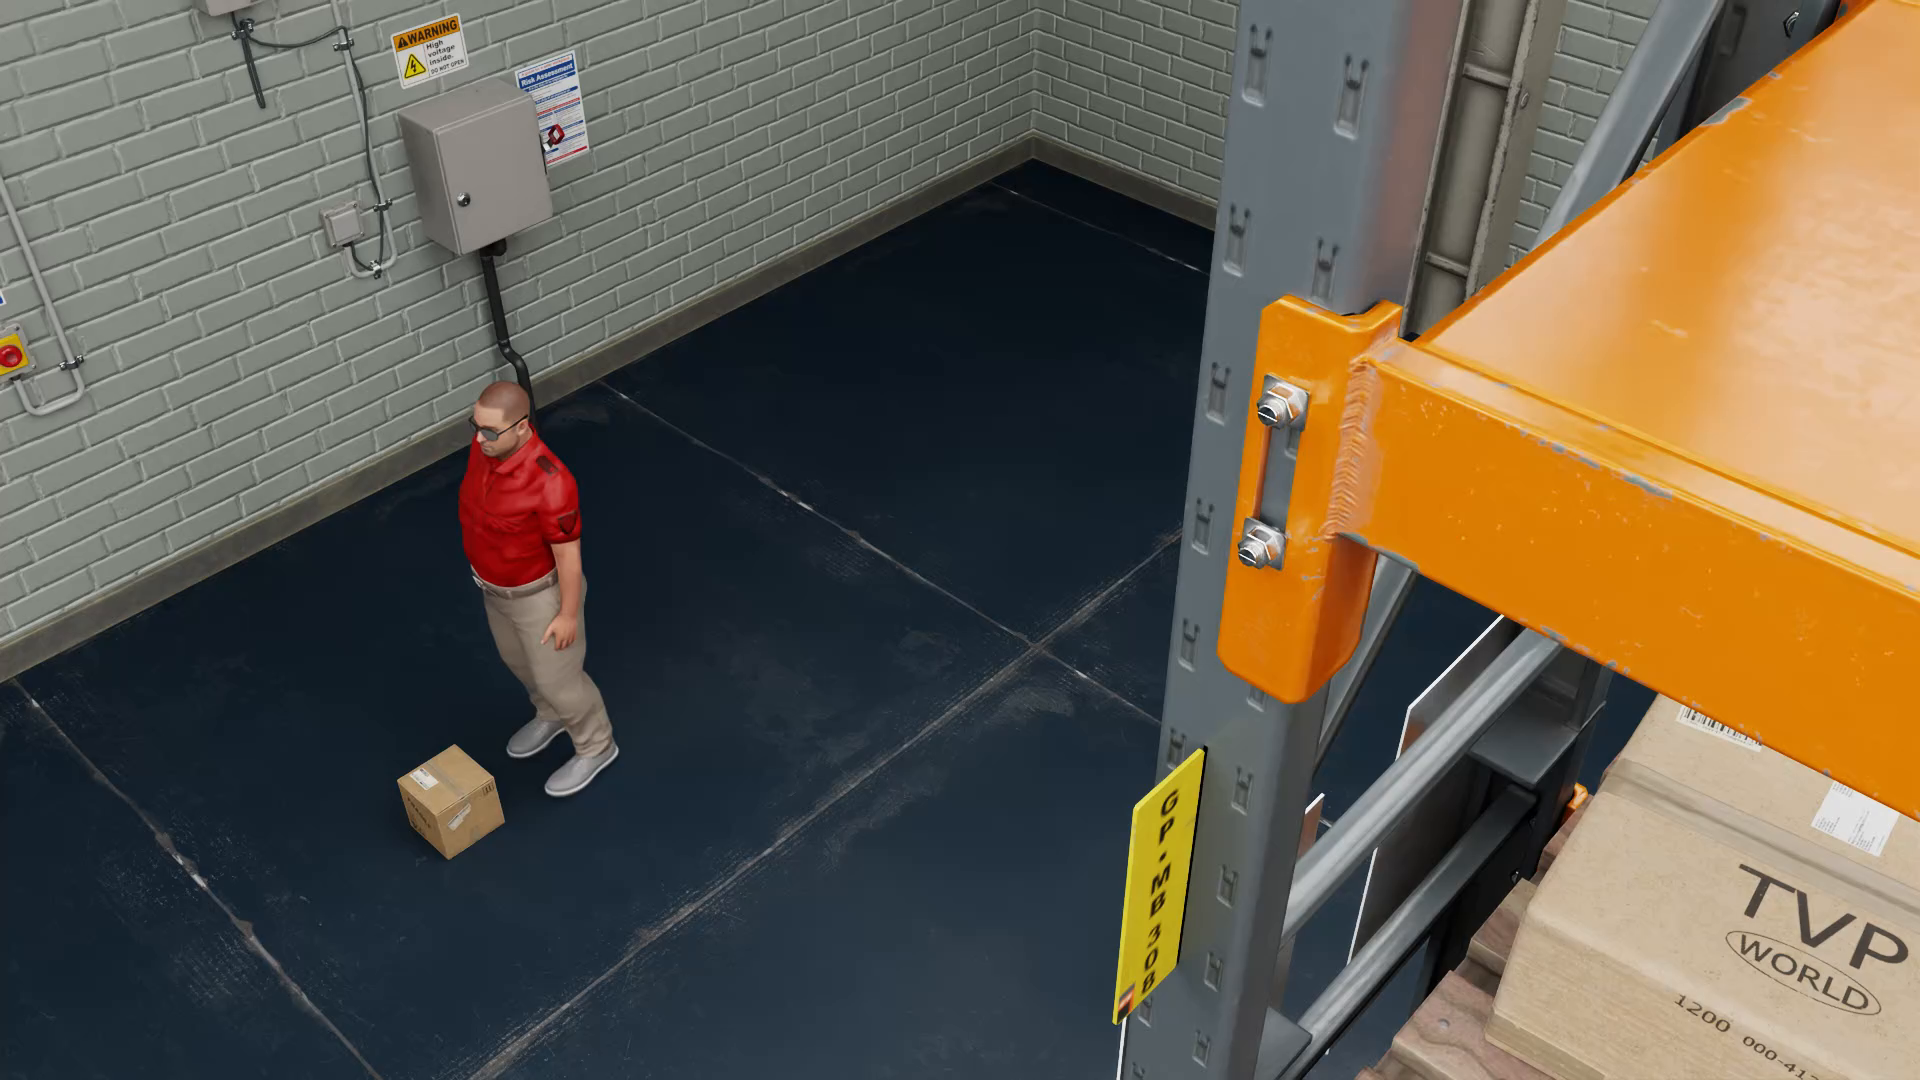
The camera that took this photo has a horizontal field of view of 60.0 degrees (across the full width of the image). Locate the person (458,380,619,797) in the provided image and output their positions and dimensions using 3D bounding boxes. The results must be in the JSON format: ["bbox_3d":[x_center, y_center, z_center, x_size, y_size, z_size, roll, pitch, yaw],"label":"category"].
[{"bbox_3d":[-1.539,0.181,5.951,0.527,1.723,0.361,31,48,33],"label":"person"}]
